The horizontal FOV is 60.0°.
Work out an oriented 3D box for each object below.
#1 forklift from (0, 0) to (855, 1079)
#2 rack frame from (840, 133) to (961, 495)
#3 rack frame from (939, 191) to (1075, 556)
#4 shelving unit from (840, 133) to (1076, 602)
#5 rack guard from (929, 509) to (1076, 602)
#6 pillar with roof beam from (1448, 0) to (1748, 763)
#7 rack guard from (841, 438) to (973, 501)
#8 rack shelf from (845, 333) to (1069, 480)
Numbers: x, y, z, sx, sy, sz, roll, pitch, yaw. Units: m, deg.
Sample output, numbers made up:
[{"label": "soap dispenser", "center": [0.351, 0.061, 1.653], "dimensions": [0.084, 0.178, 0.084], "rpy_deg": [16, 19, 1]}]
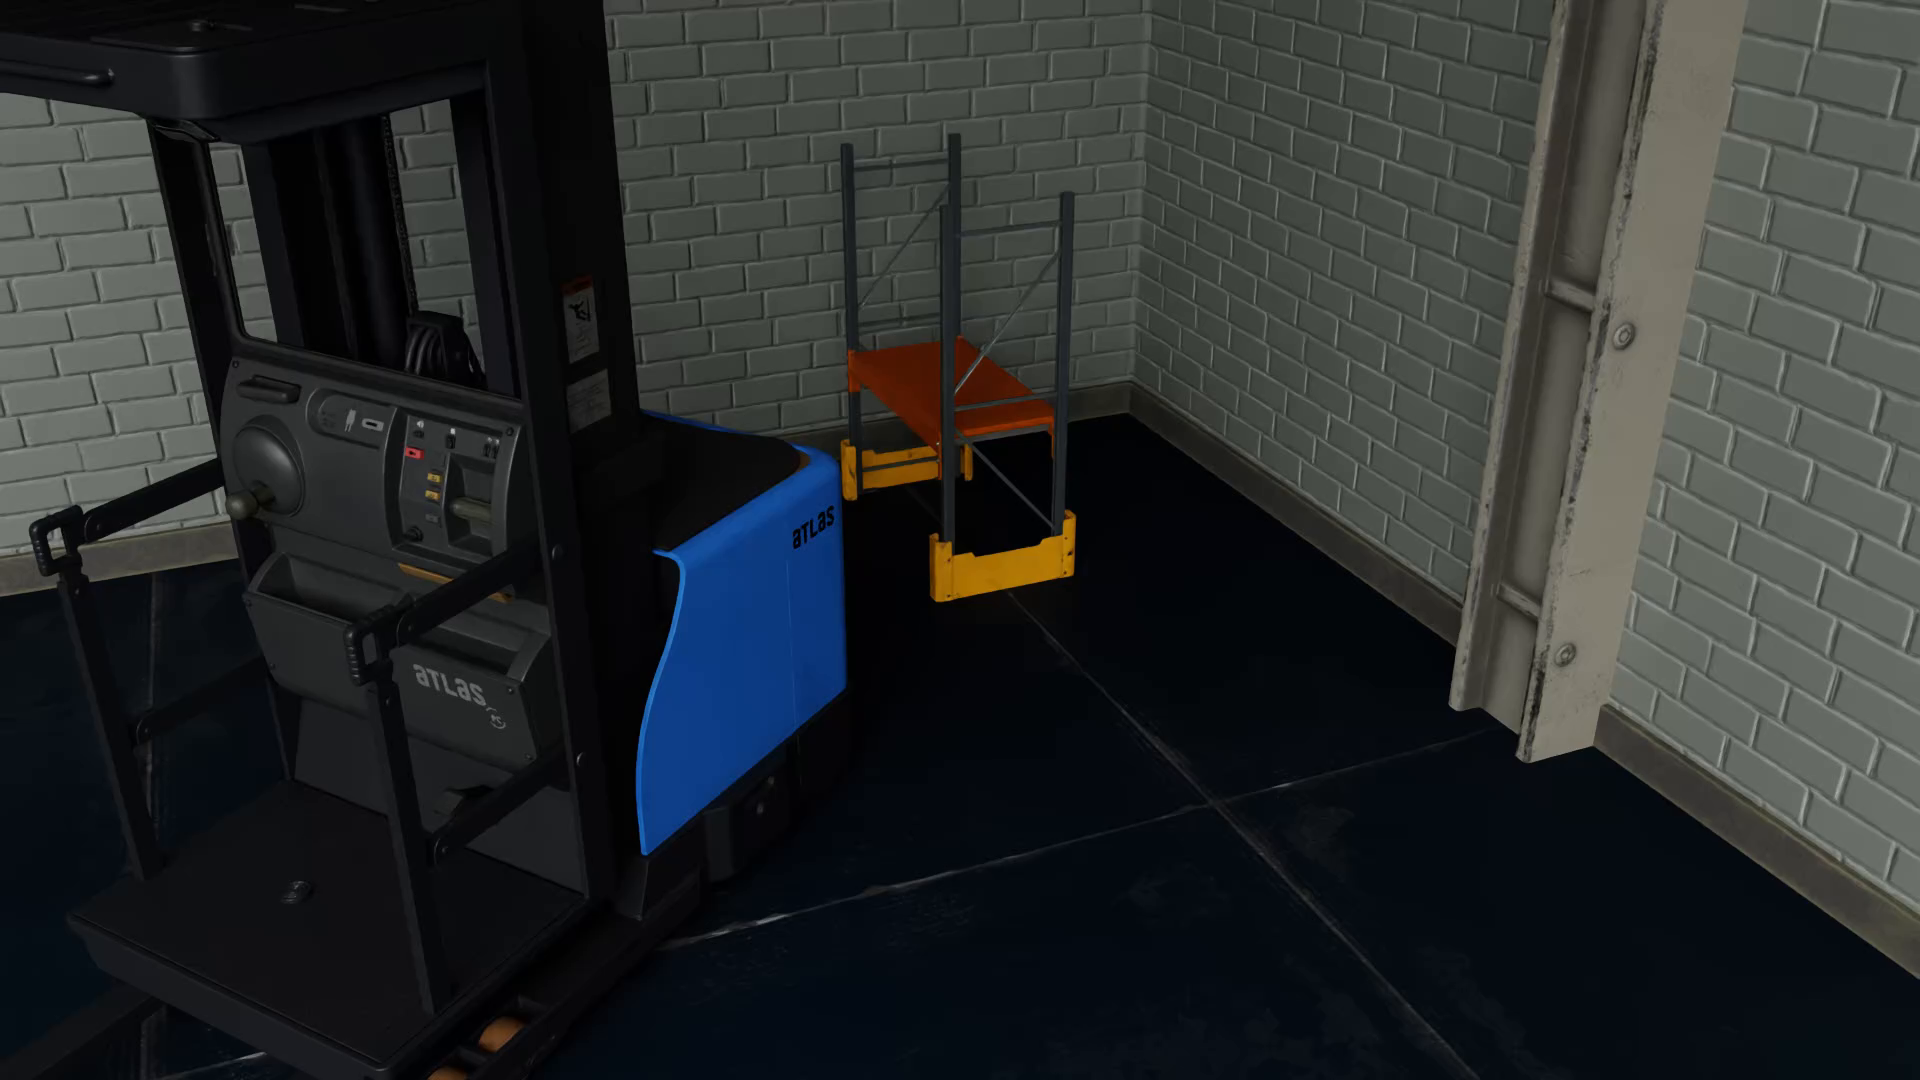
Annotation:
[{"label": "forklift", "center": [-1.487, -0.146, 3.708], "dimensions": [1.130, 2.935, 3.031], "rpy_deg": [14, 29, 26]}, {"label": "rack frame", "center": [-0.232, -0.914, 6.912], "dimensions": [0.500, 1.500, 0.032], "rpy_deg": [-11, 28, -21]}, {"label": "rack frame", "center": [0.166, -0.503, 6.071], "dimensions": [0.500, 1.500, 0.032], "rpy_deg": [-11, 28, -21]}, {"label": "shelving unit", "center": [-0.030, -0.705, 6.484], "dimensions": [0.587, 1.500, 1.083], "rpy_deg": [-11, 28, -21]}, {"label": "rack guard", "center": [0.165, 0.058, 6.346], "dimensions": [0.587, 0.250, 0.087], "rpy_deg": [-11, 28, -21]}, {"label": "pillar with roof beam", "center": [-2.097, -2.699, 2.021], "dimensions": [9.100, 9.000, 0.400], "rpy_deg": [-11, 28, -21]}, {"label": "rack guard", "center": [-0.225, -0.344, 7.170], "dimensions": [0.587, 0.250, 0.087], "rpy_deg": [-11, 28, -21]}, {"label": "rack shelf", "center": [-0.033, -0.547, 6.570], "dimensions": [0.538, 0.185, 1.000], "rpy_deg": [-11, 28, -21]}]
